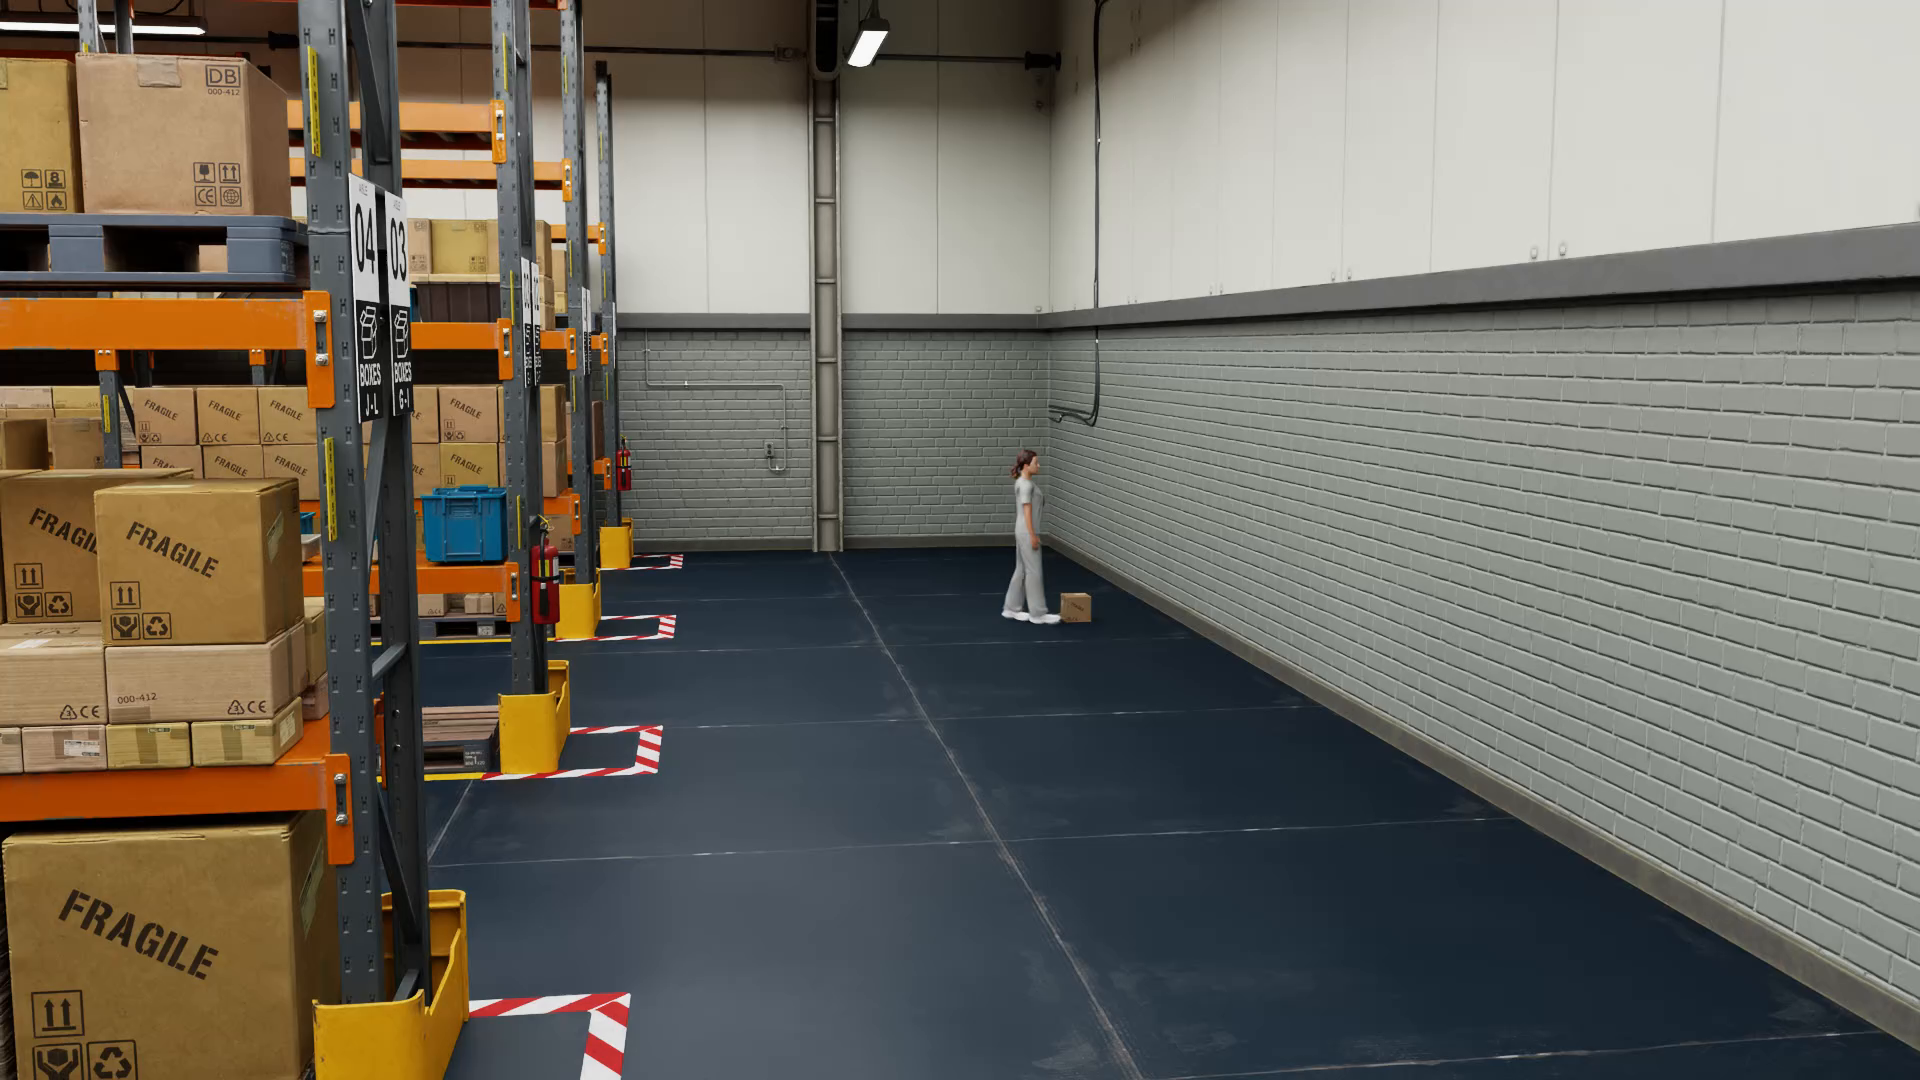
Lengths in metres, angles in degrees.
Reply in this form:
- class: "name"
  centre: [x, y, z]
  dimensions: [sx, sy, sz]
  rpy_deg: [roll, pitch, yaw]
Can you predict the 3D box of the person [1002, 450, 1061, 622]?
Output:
- class: "person"
  centre: [0.693, -0.038, 16.117]
  dimensions: [0.565, 1.677, 0.451]
  rpy_deg: [0, 7, -1]
